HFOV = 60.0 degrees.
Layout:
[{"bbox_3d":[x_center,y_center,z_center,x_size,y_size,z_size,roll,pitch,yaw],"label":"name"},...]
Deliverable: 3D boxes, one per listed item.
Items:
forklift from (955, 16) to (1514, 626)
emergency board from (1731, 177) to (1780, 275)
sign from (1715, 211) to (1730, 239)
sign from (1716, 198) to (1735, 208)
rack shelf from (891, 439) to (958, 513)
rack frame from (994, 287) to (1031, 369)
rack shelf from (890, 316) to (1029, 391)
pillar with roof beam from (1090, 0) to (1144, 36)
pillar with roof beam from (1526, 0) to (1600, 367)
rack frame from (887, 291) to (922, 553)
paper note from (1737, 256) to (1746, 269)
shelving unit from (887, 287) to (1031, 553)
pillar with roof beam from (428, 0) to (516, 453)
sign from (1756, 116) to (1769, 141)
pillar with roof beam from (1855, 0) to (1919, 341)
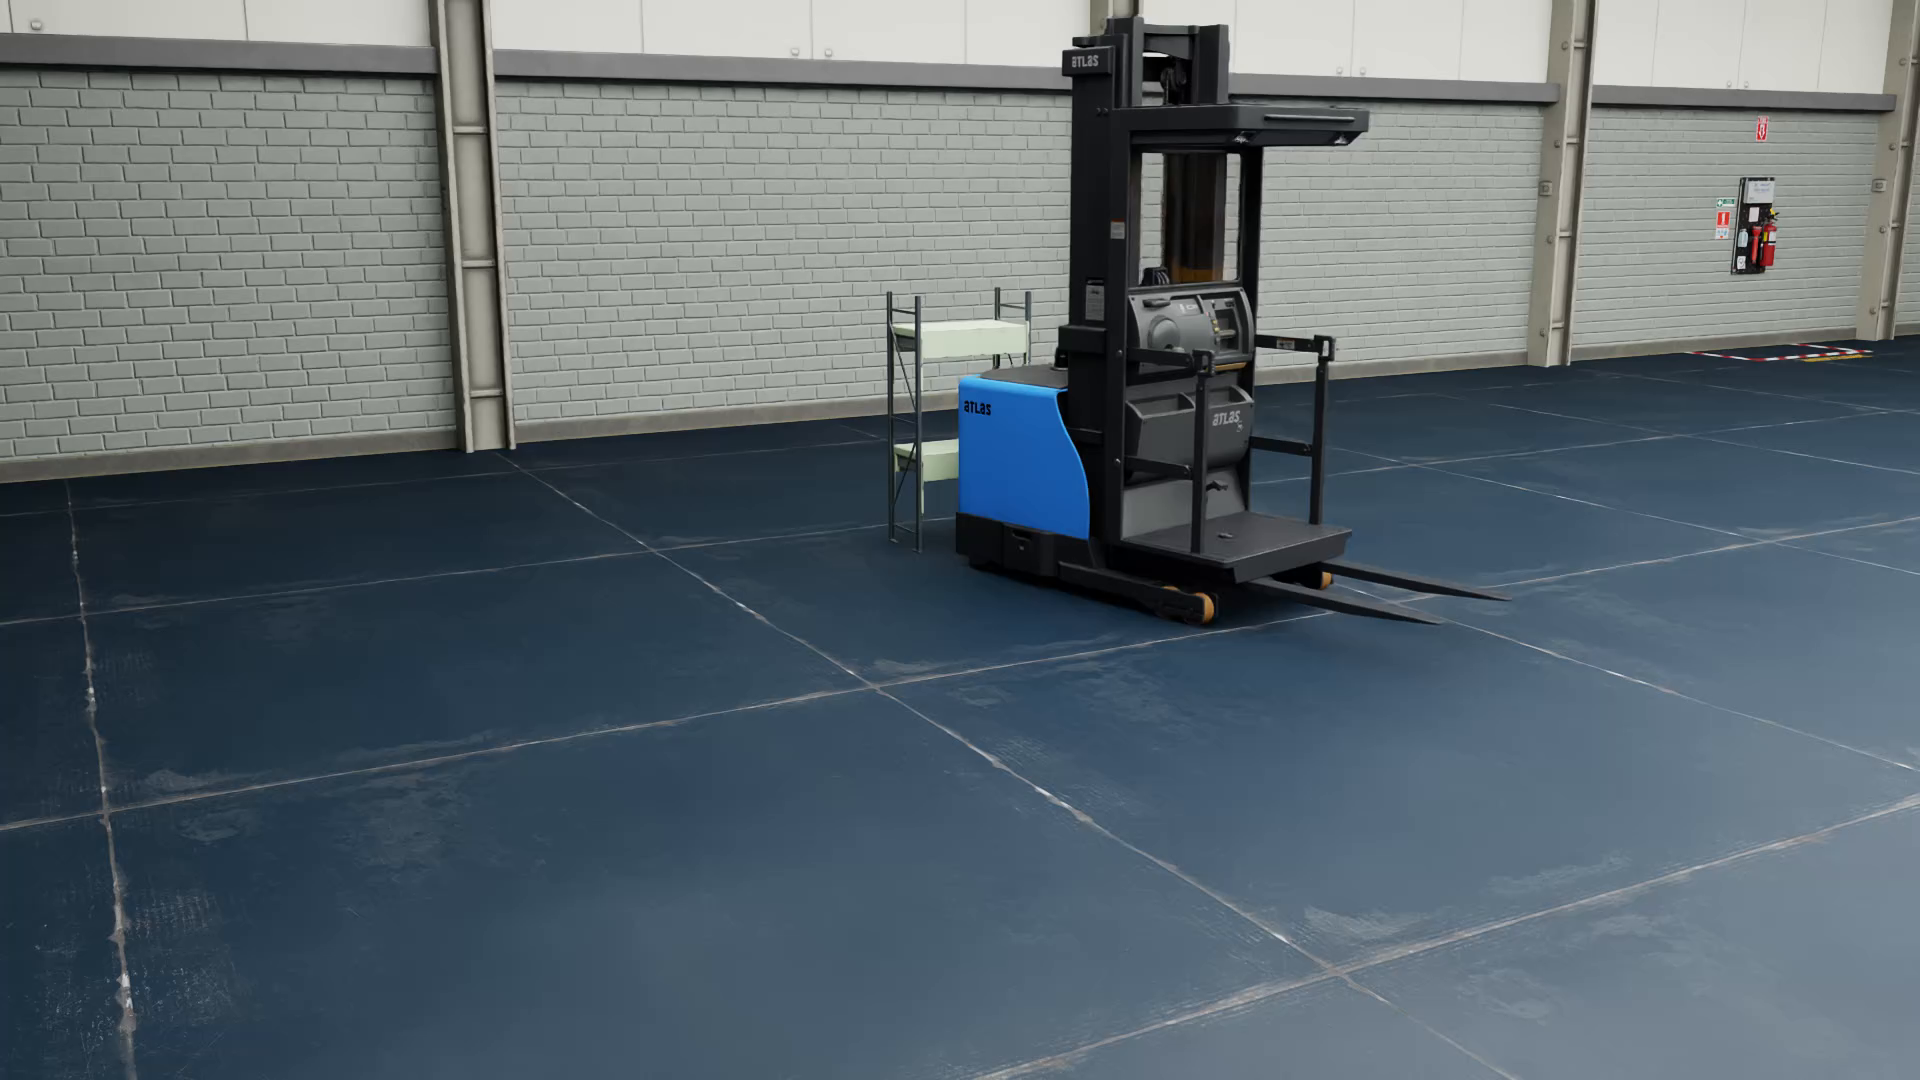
[{"bbox_3d":[1.348,-1.132,8.462,1.130,2.935,3.031,-12,17,-42],"label":"forklift"},{"bbox_3d":[9.799,-3.846,20.369,0.643,1.169,0.194,-7,14,-28],"label":"emergency board"},{"bbox_3d":[9.264,-3.826,20.194,0.234,0.329,0.001,-7,14,-28],"label":"sign"},{"bbox_3d":[9.272,-4.083,20.131,0.331,0.109,0.001,-7,14,-28],"label":"sign"},{"bbox_3d":[-0.006,-0.413,10.013,0.720,0.370,0.431,-7,14,-28],"label":"rack shelf"},{"bbox_3d":[0.315,-0.769,10.112,0.023,1.500,0.400,-7,14,-28],"label":"rack frame"},{"bbox_3d":[-0.006,-1.112,9.856,0.720,0.370,0.431,-7,14,-28],"label":"rack shelf"},{"bbox_3d":[3.516,-4.934,11.537,0.400,9.000,9.100,-7,14,-28],"label":"pillar with roof beam"},{"bbox_3d":[8.783,-5.565,14.341,0.400,9.000,9.100,-7,14,-28],"label":"pillar with roof beam"},{"bbox_3d":[-0.327,-0.692,9.770,0.023,1.500,0.400,-7,14,-28],"label":"rack frame"},{"bbox_3d":[9.610,-3.411,20.442,0.142,0.148,0.016,-7,14,-28],"label":"paper note"},{"bbox_3d":[-0.006,-0.731,9.941,0.755,1.500,0.431,-7,14,-28],"label":"shelving unit"},{"bbox_3d":[-1.750,-4.303,8.732,0.400,9.000,9.100,-7,14,-28],"label":"pillar with roof beam"},{"bbox_3d":[9.744,-4.996,20.196,0.199,0.298,0.001,-7,14,-28],"label":"sign"},{"bbox_3d":[14.049,-6.196,17.146,0.400,9.000,9.100,-7,14,-28],"label":"pillar with roof beam"}]
